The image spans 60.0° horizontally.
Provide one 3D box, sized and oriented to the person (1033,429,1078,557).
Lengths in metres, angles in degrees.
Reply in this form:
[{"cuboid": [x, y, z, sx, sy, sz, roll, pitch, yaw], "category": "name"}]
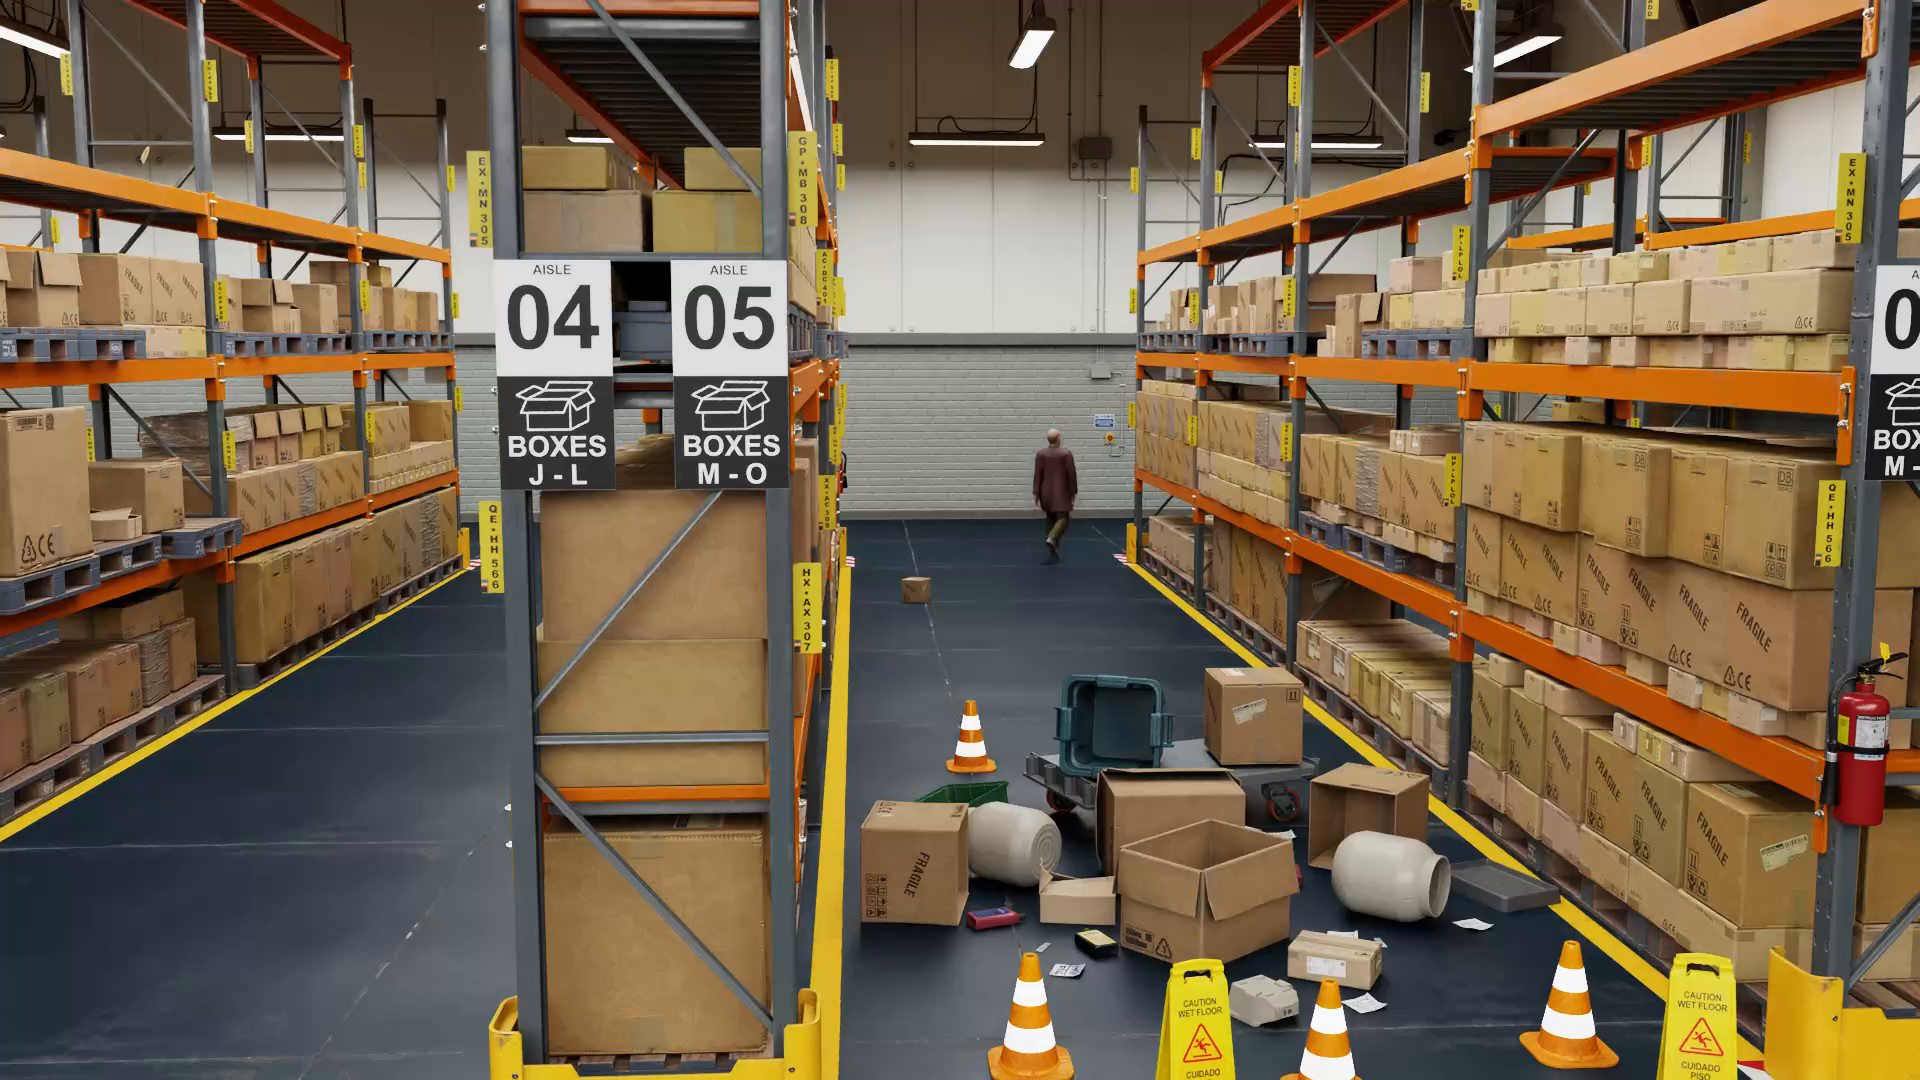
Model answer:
[{"cuboid": [1.285, -0.626, 22.585, 0.627, 1.759, 0.901, 3, 7, 23], "category": "person"}]
